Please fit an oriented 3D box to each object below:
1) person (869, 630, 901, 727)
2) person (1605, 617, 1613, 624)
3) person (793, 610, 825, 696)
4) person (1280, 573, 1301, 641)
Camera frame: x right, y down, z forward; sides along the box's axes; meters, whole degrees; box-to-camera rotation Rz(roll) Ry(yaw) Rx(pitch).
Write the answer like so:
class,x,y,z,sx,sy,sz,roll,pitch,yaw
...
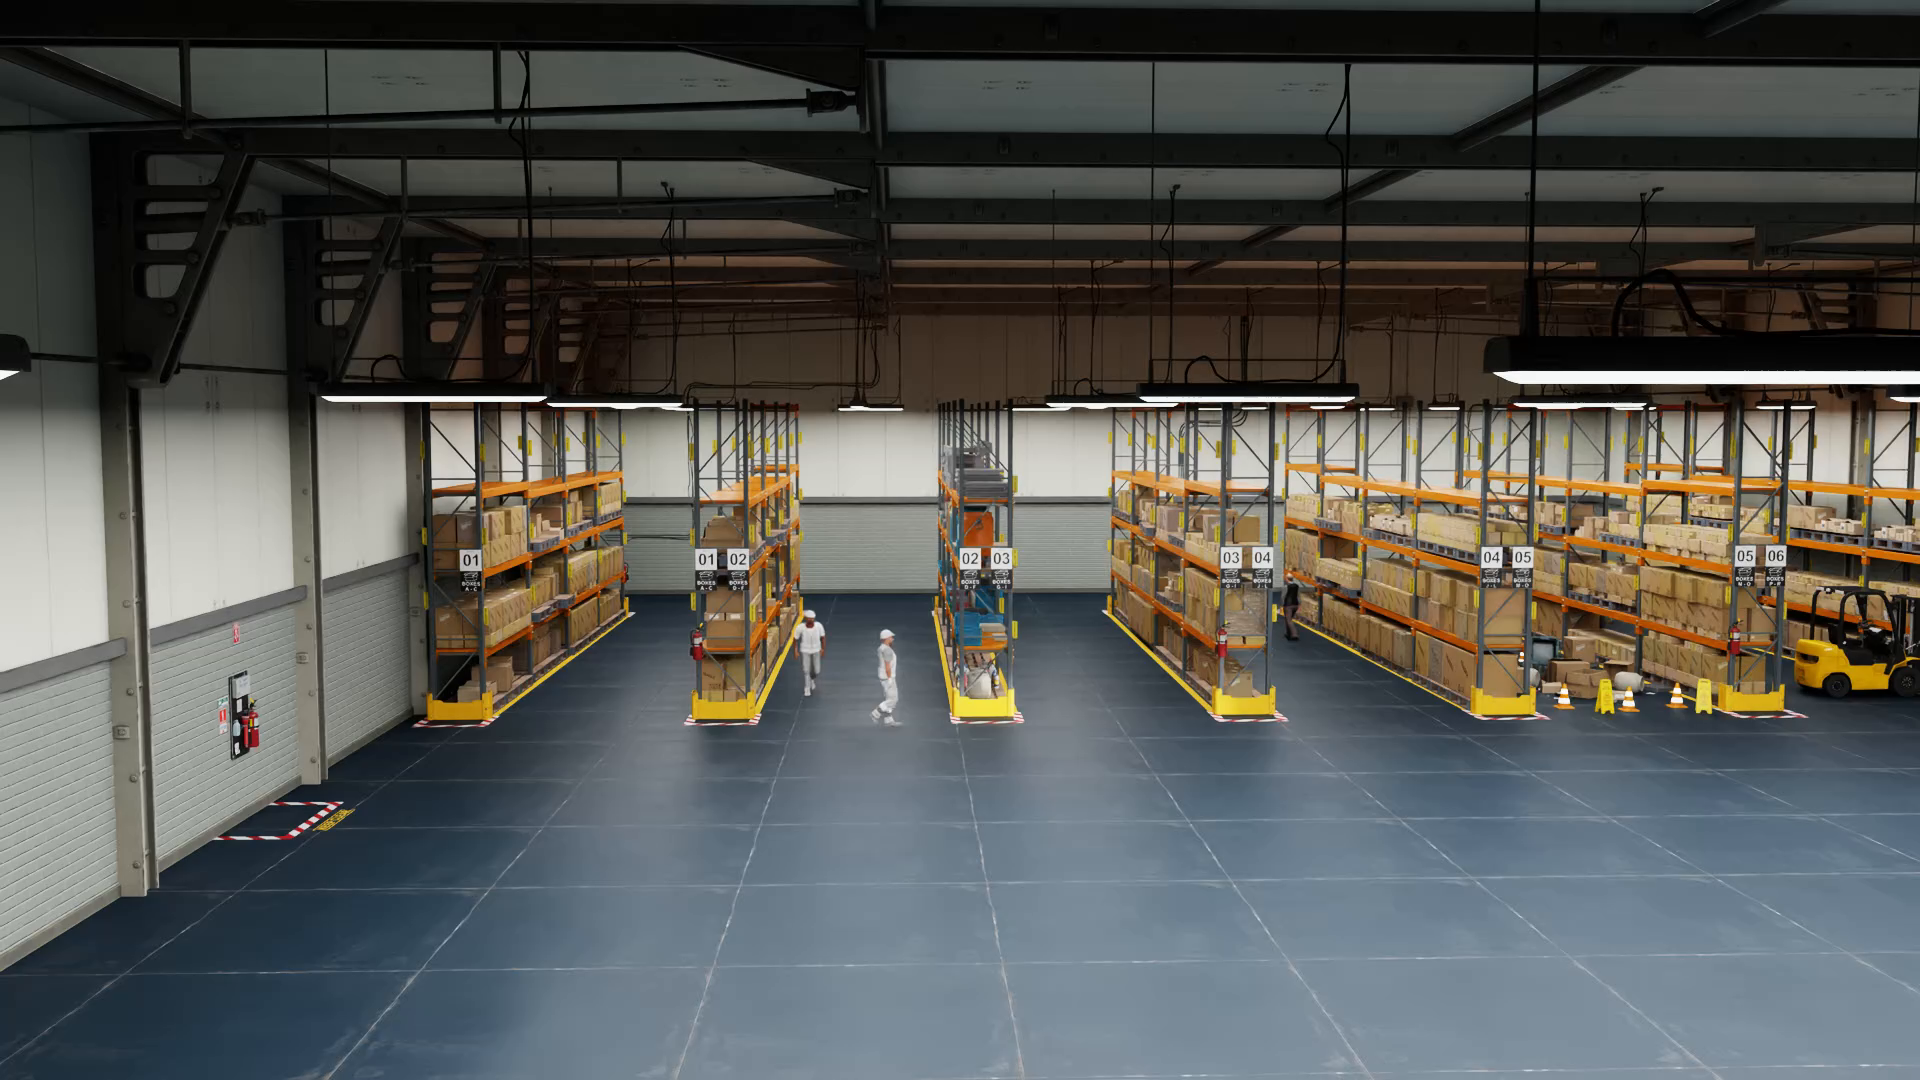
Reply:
class,x,y,z,sx,sy,sz,roll,pitch,yaw
person,-1.365,2.521,30.254,0.617,1.785,0.564,-1,4,-11
person,17.554,1.398,45.184,0.555,1.741,0.543,-2,5,-30
person,-3.087,2.281,33.967,0.659,1.744,0.656,-1,4,-15
person,8.346,1.692,42.056,0.558,1.688,0.844,-3,5,-33
